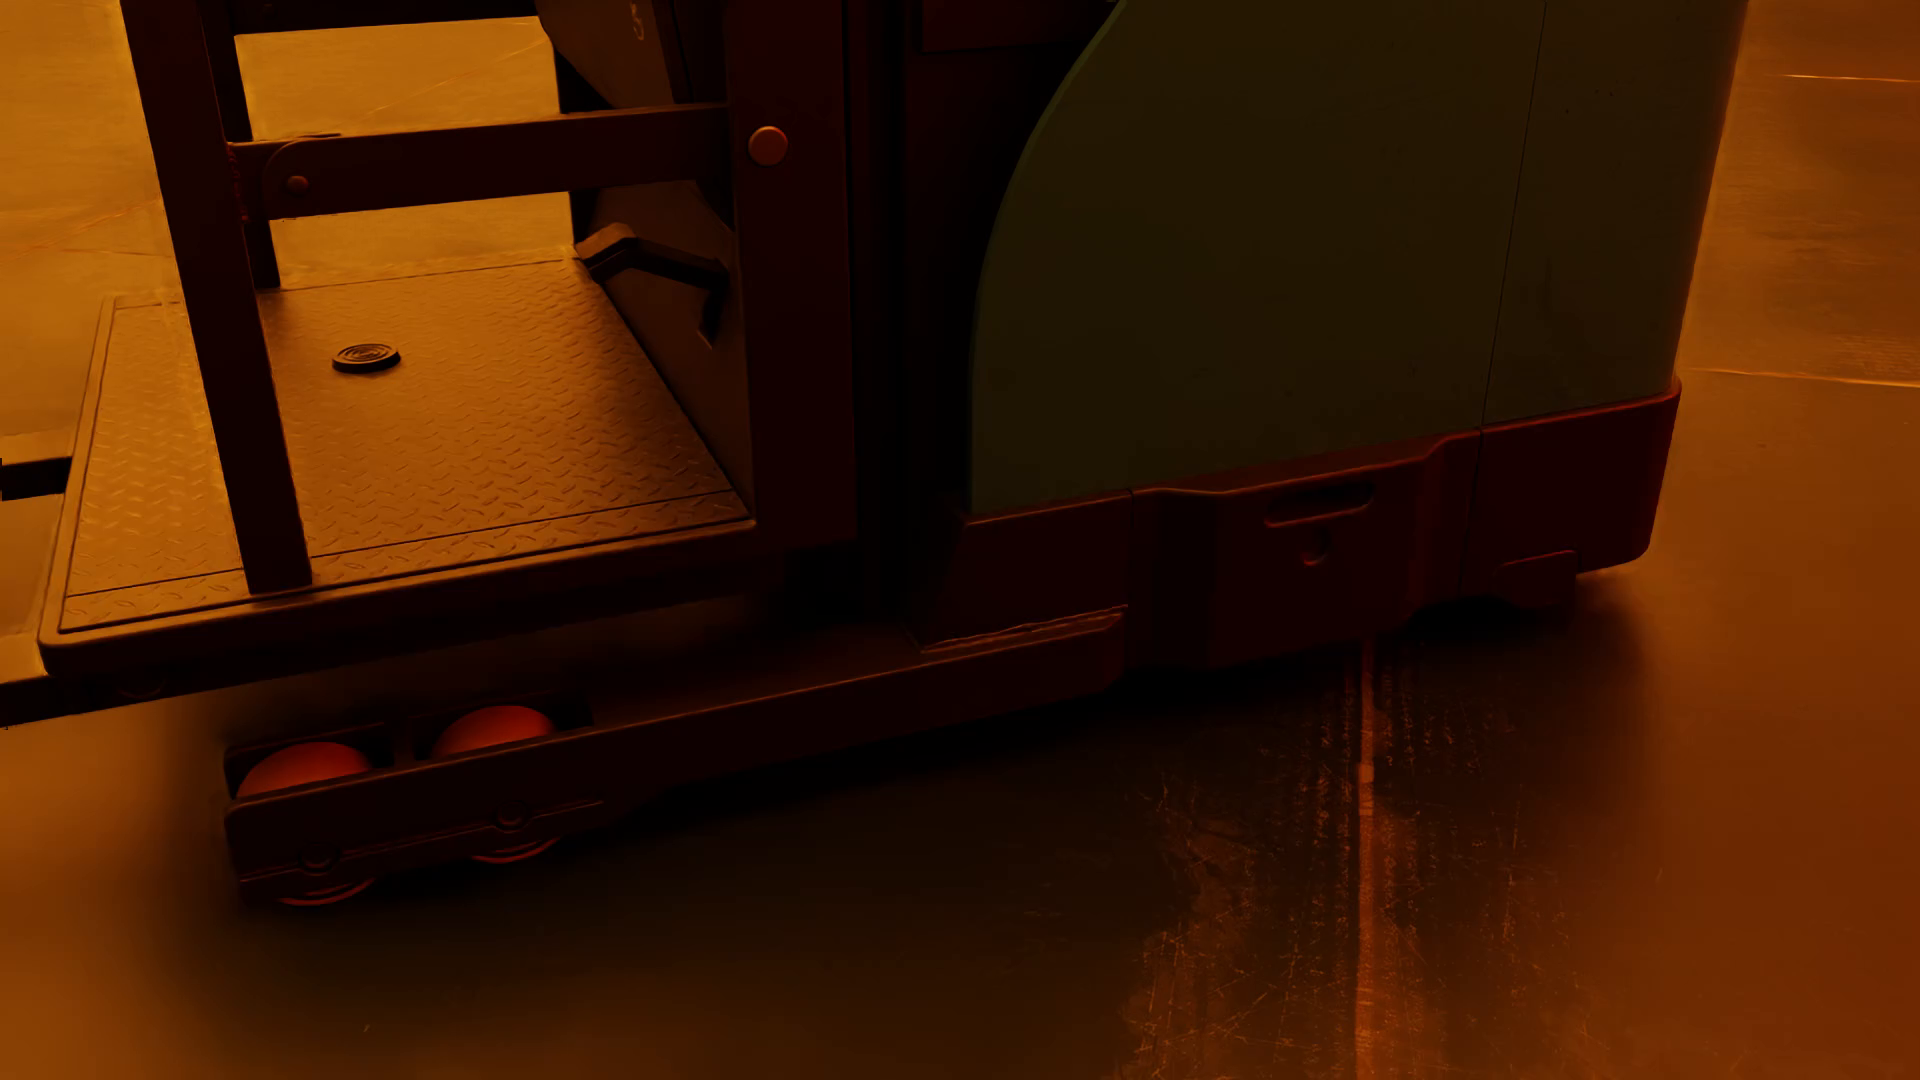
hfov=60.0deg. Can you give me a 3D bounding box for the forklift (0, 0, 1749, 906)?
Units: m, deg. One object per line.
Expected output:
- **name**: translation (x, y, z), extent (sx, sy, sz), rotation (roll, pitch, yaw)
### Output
- **forklift**: translation (-0.597, -1.196, 1.617), extent (3.031, 2.935, 1.130), rotation (-10, 29, -19)
